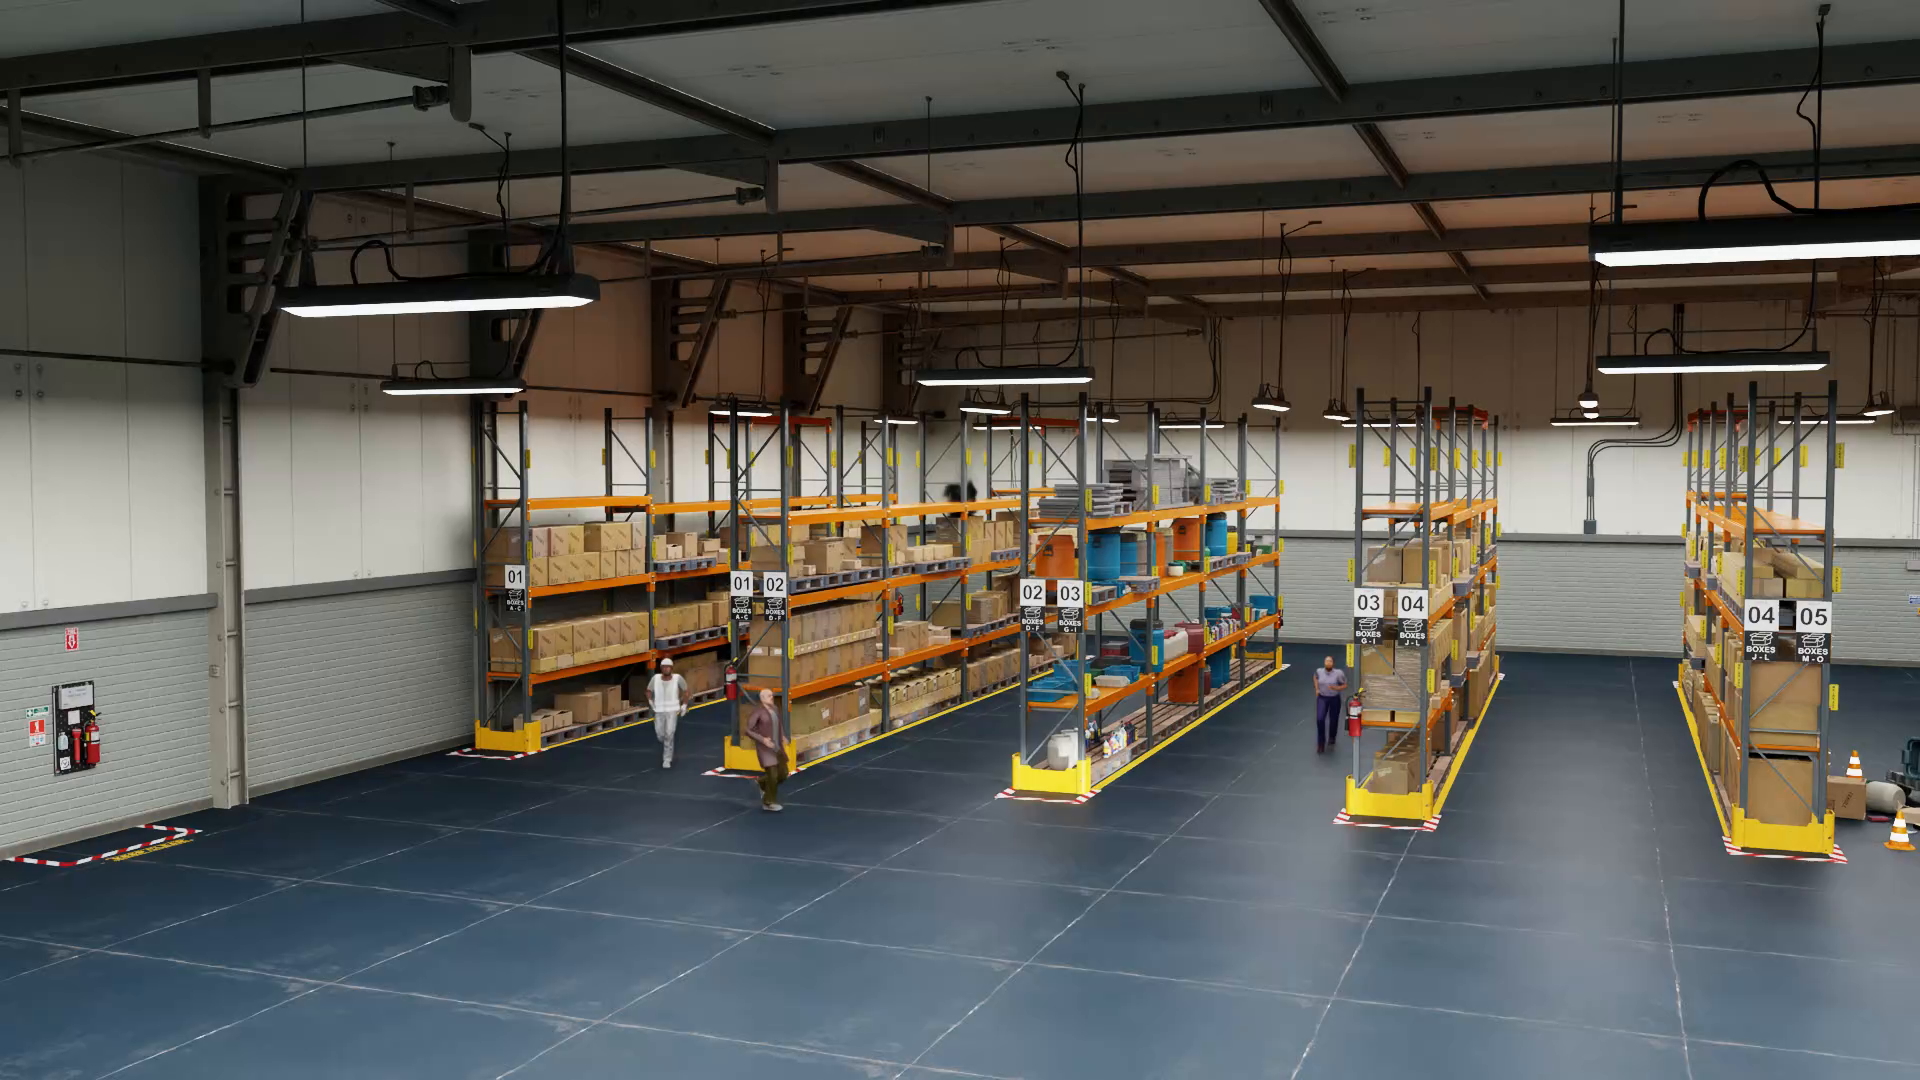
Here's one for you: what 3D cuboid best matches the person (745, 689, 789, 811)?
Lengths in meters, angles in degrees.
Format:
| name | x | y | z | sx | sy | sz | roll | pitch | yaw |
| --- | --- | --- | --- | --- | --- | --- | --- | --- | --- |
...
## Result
| name | x | y | z | sx | sy | sz | roll | pitch | yaw |
| --- | --- | --- | --- | --- | --- | --- | --- | --- | --- |
| person | -2.743 | 2.980 | 23.703 | 0.668 | 1.725 | 0.707 | 2 | 4 | 39 |

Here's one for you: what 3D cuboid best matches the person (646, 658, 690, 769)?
| name | x | y | z | sx | sy | sz | roll | pitch | yaw |
| --- | --- | --- | --- | --- | --- | --- | --- | --- | --- |
| person | -4.794 | 2.812 | 27.227 | 0.720 | 1.764 | 0.701 | 0 | 3 | 3 |

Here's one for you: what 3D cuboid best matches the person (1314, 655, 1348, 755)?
| name | x | y | z | sx | sy | sz | roll | pitch | yaw |
| --- | --- | --- | --- | --- | --- | --- | --- | --- | --- |
| person | 6.348 | 2.820 | 28.485 | 0.574 | 1.697 | 0.892 | 1 | 3 | 14 |
